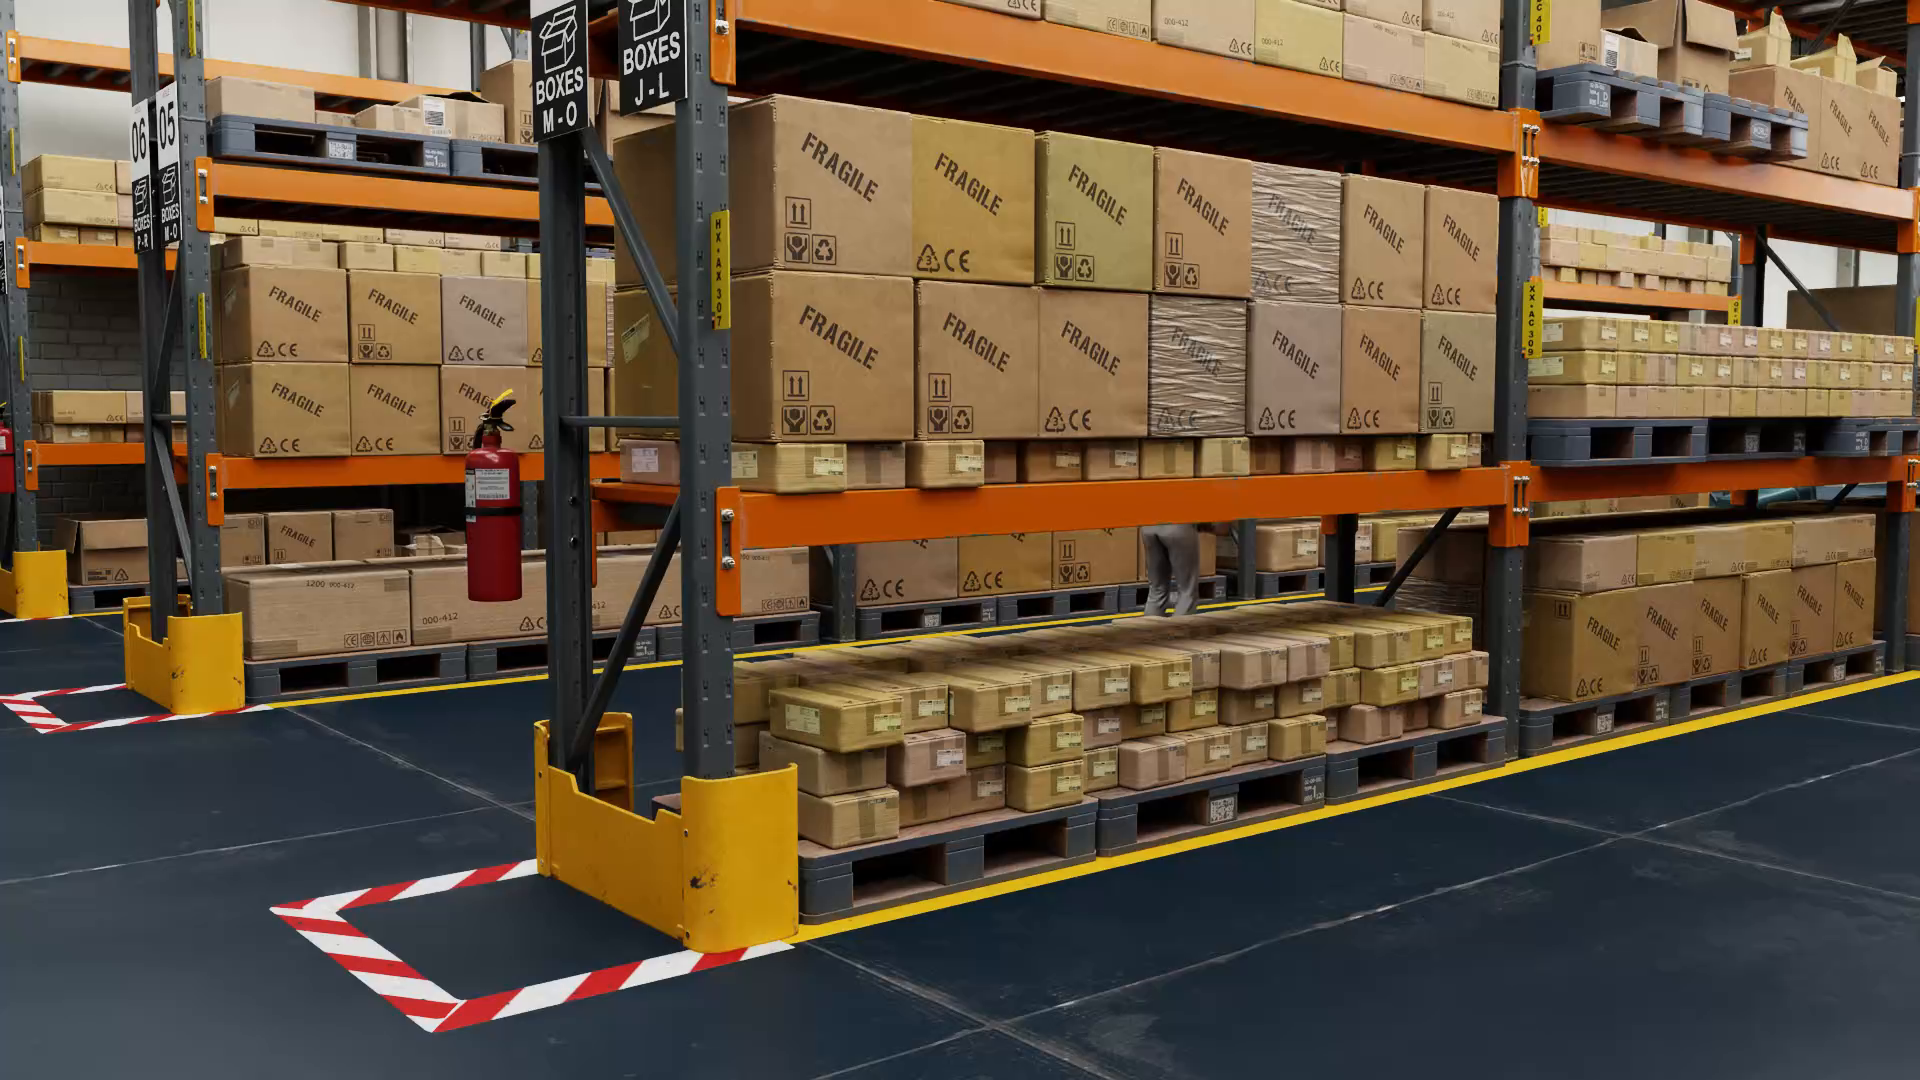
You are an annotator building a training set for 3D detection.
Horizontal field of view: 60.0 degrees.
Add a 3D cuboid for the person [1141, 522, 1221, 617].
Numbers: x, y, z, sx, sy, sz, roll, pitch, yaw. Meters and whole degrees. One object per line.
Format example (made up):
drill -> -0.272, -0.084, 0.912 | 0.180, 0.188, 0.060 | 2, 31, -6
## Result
person -> 1.310, -0.070, 9.945 | 0.489, 1.691, 0.489 | -4, 6, -39
